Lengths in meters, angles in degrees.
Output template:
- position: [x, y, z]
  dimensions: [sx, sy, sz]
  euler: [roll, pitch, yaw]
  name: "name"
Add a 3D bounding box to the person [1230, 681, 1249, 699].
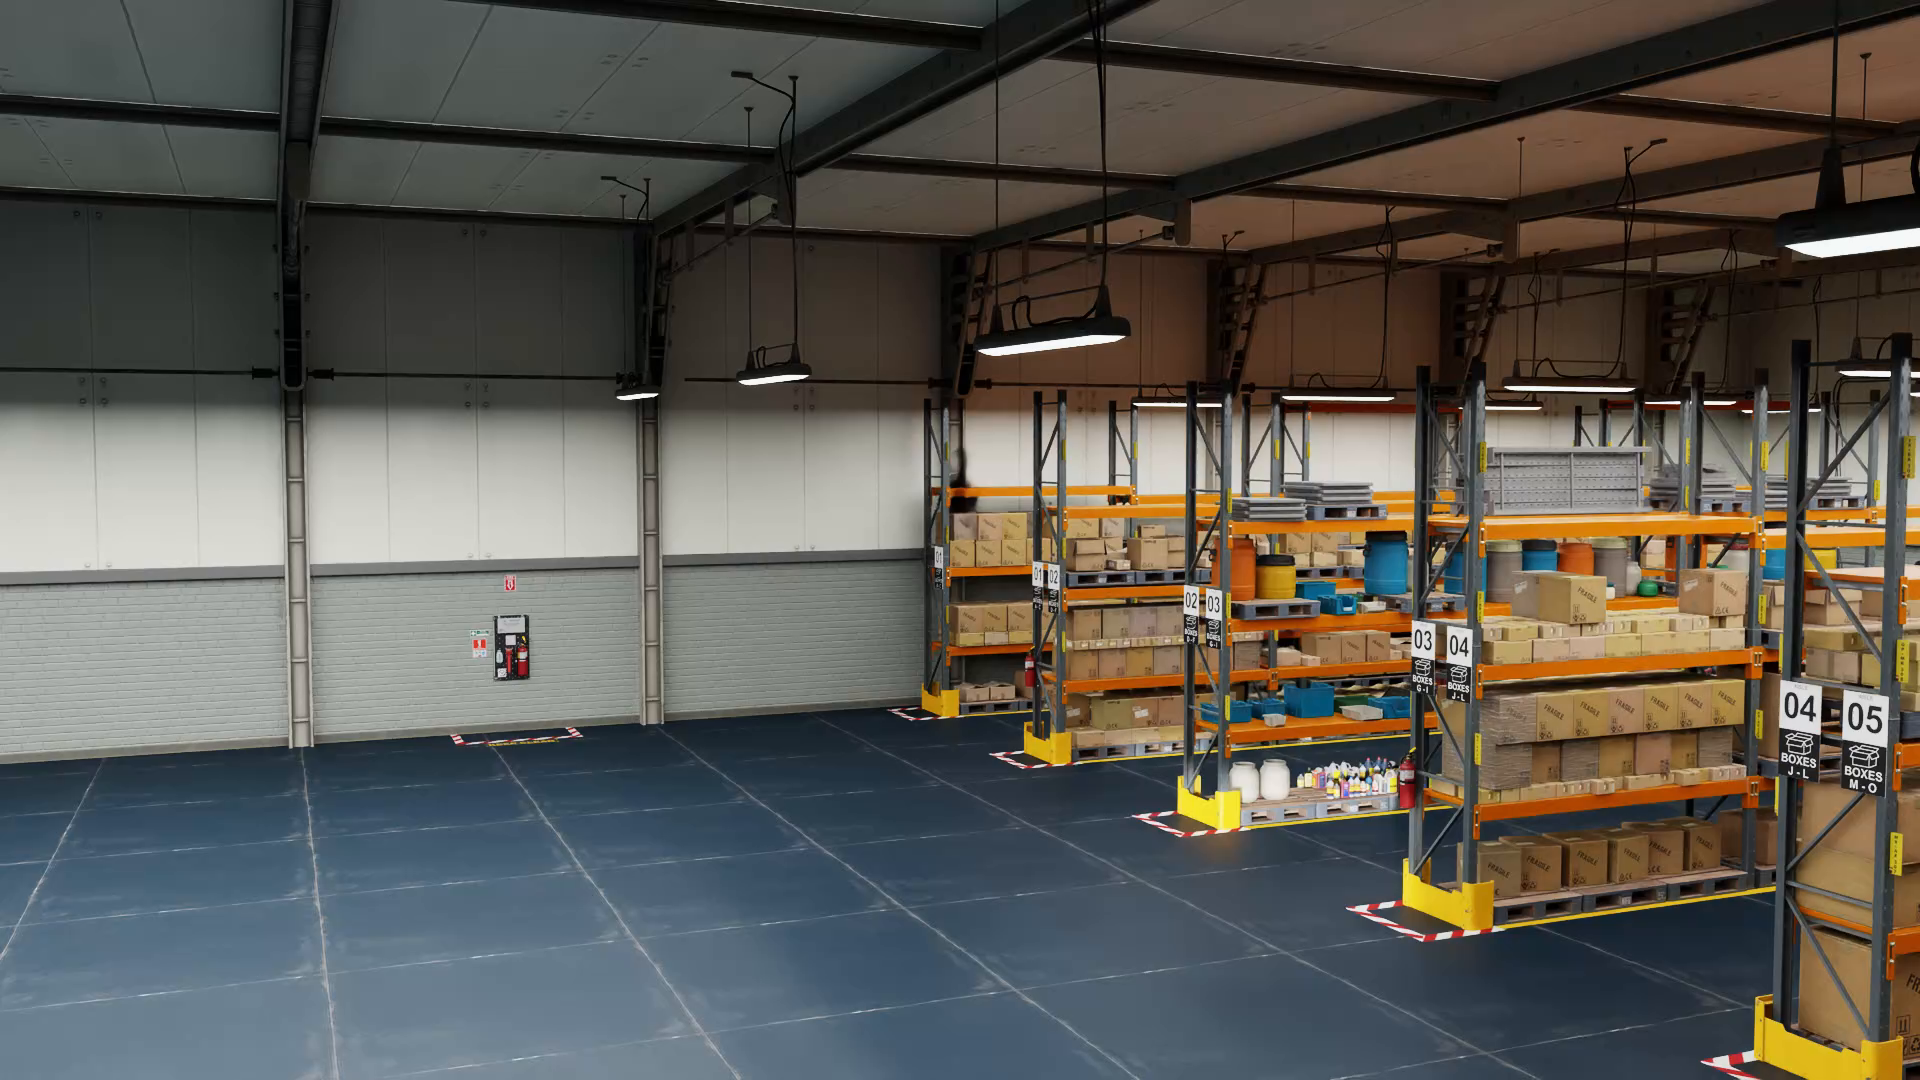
- position: [5.142, 2.514, 30.542]
  dimensions: [0.700, 1.716, 0.657]
  euler: [-3, 4, -38]
  name: "person"
